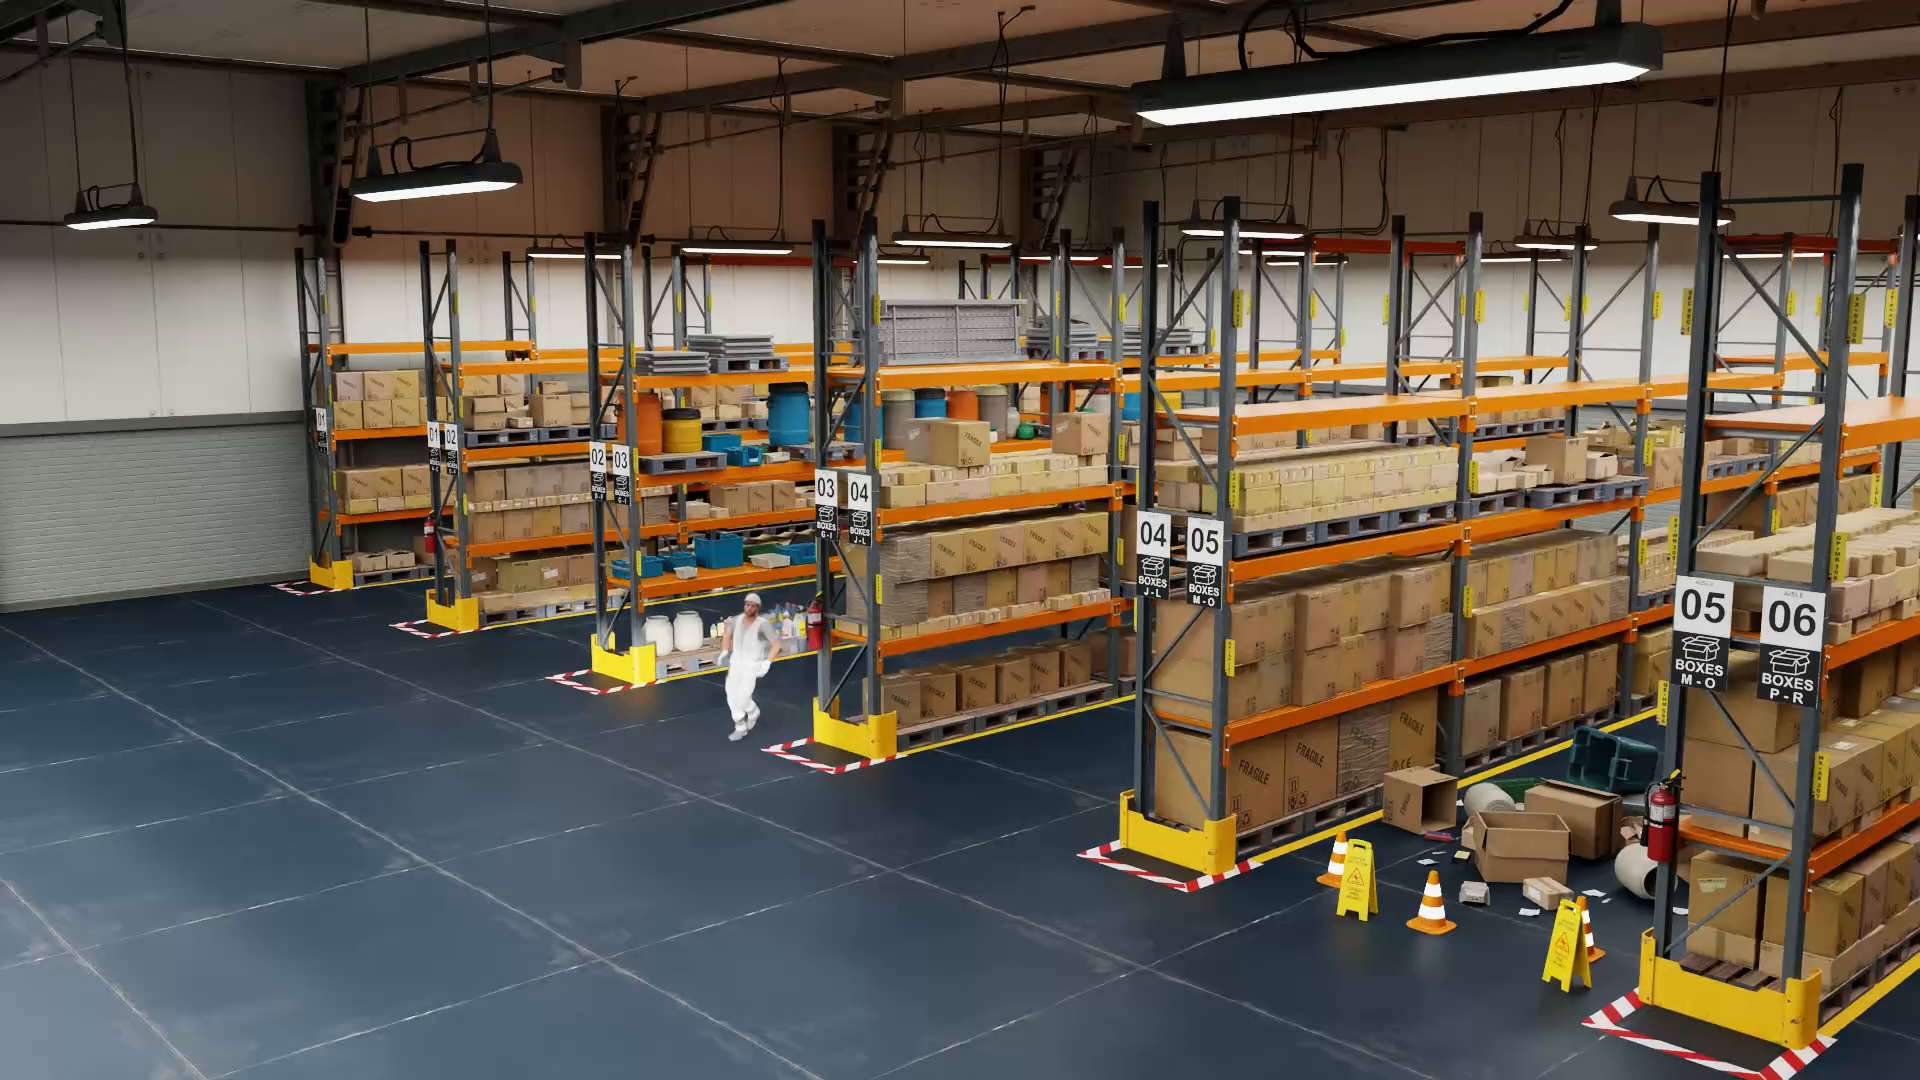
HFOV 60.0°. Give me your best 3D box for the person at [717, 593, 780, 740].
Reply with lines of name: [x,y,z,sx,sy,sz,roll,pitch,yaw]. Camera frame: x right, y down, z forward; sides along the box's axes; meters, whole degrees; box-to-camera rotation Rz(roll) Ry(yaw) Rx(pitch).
person: [-2.487,1.449,19.380,0.729,1.668,0.497,4,9,24]
